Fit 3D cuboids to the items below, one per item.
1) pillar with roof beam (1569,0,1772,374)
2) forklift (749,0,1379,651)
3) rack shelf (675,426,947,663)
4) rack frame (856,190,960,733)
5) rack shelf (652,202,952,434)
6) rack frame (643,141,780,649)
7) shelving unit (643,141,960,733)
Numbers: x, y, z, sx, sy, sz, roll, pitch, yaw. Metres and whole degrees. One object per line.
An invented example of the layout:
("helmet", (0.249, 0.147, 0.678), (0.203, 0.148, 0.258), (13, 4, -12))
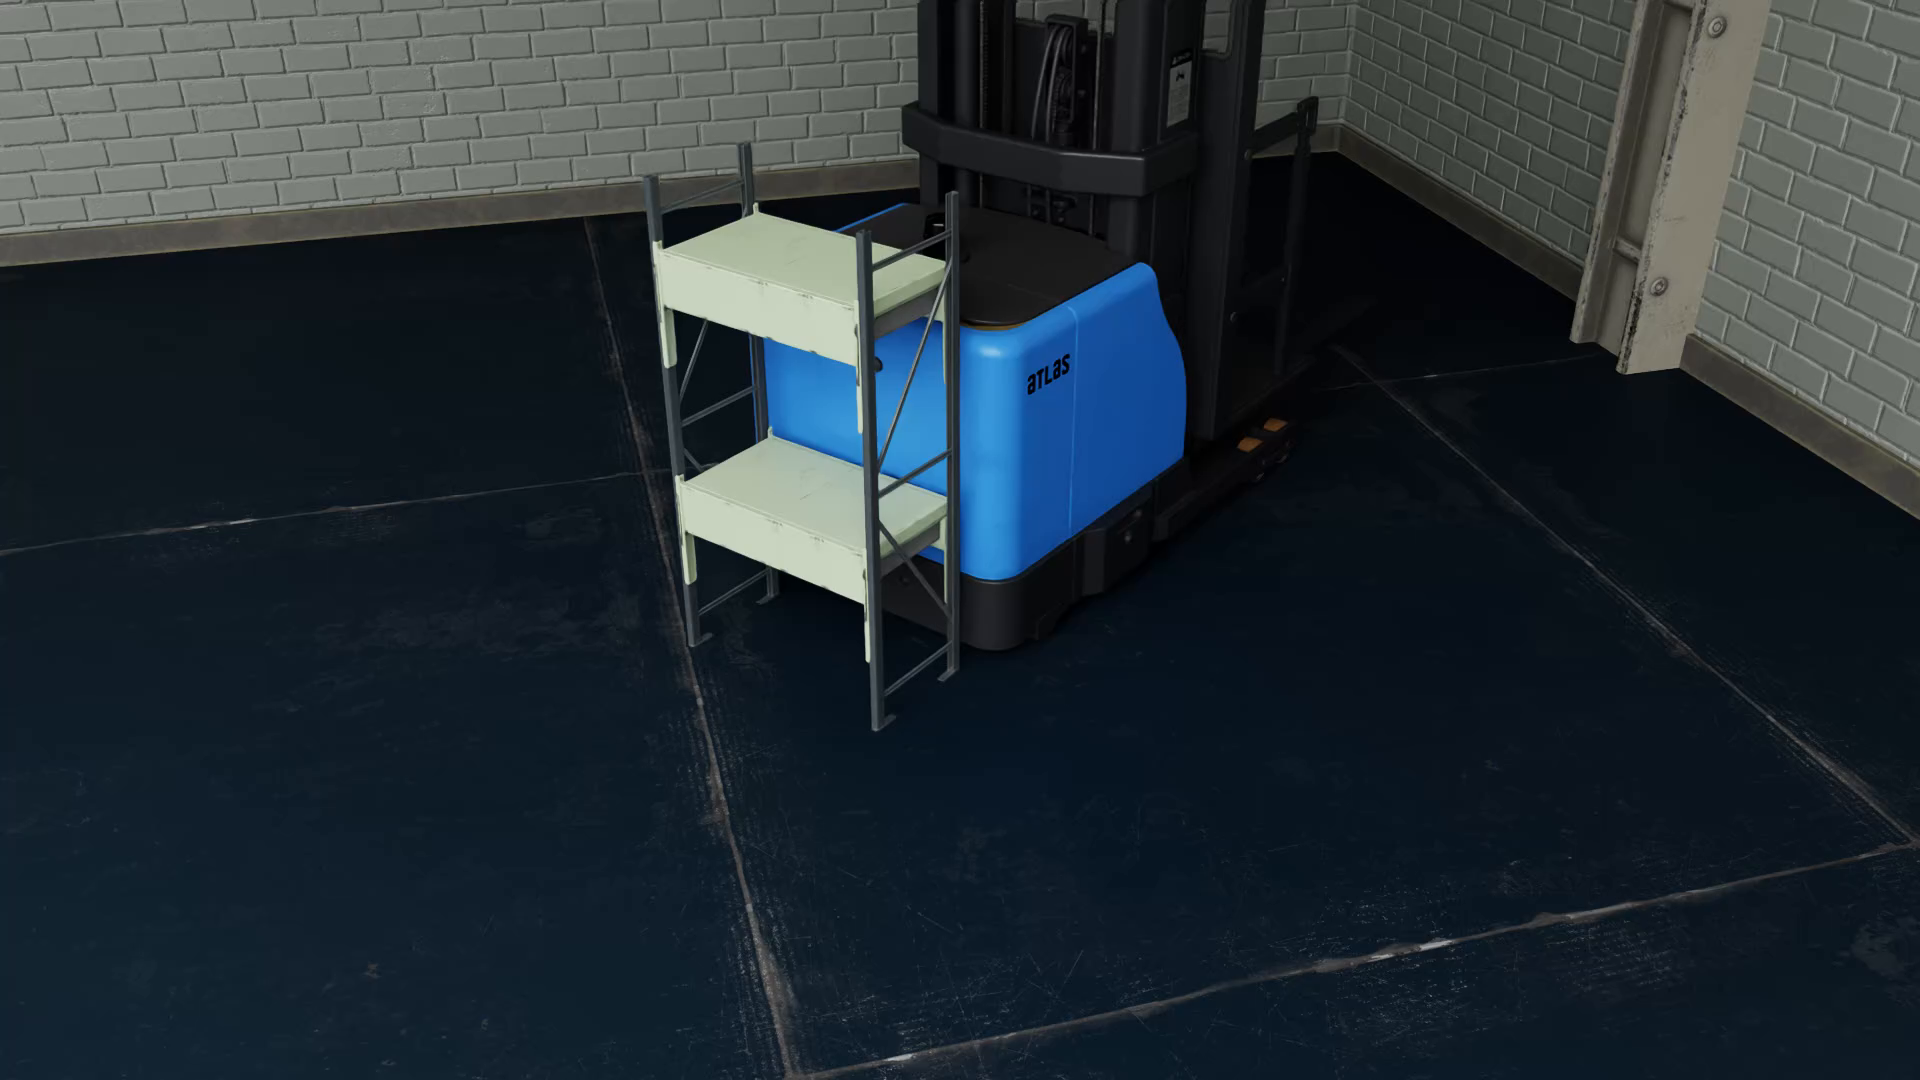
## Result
("pillar with roof beam", (-1.288, -4.129, 3.901), (9.100, 9.000, 0.400), (-8, 31, -13))
("forklift", (0.617, -1.613, 5.612), (1.130, 2.935, 3.031), (21, 36, 31))
("rack shelf", (-0.422, -0.004, 4.910), (0.720, 0.370, 0.431), (20, 36, 31))
("rack frame", (-0.127, -0.177, 4.559), (0.023, 1.500, 0.400), (20, 36, 31))
("rack shelf", (-0.422, -0.624, 4.551), (0.720, 0.370, 0.431), (20, 36, 31))
("rack frame", (-0.717, -0.395, 4.934), (0.023, 1.500, 0.400), (20, 36, 31))
("shelving unit", (-0.422, -0.286, 4.747), (0.755, 1.500, 0.431), (20, 36, 31))
